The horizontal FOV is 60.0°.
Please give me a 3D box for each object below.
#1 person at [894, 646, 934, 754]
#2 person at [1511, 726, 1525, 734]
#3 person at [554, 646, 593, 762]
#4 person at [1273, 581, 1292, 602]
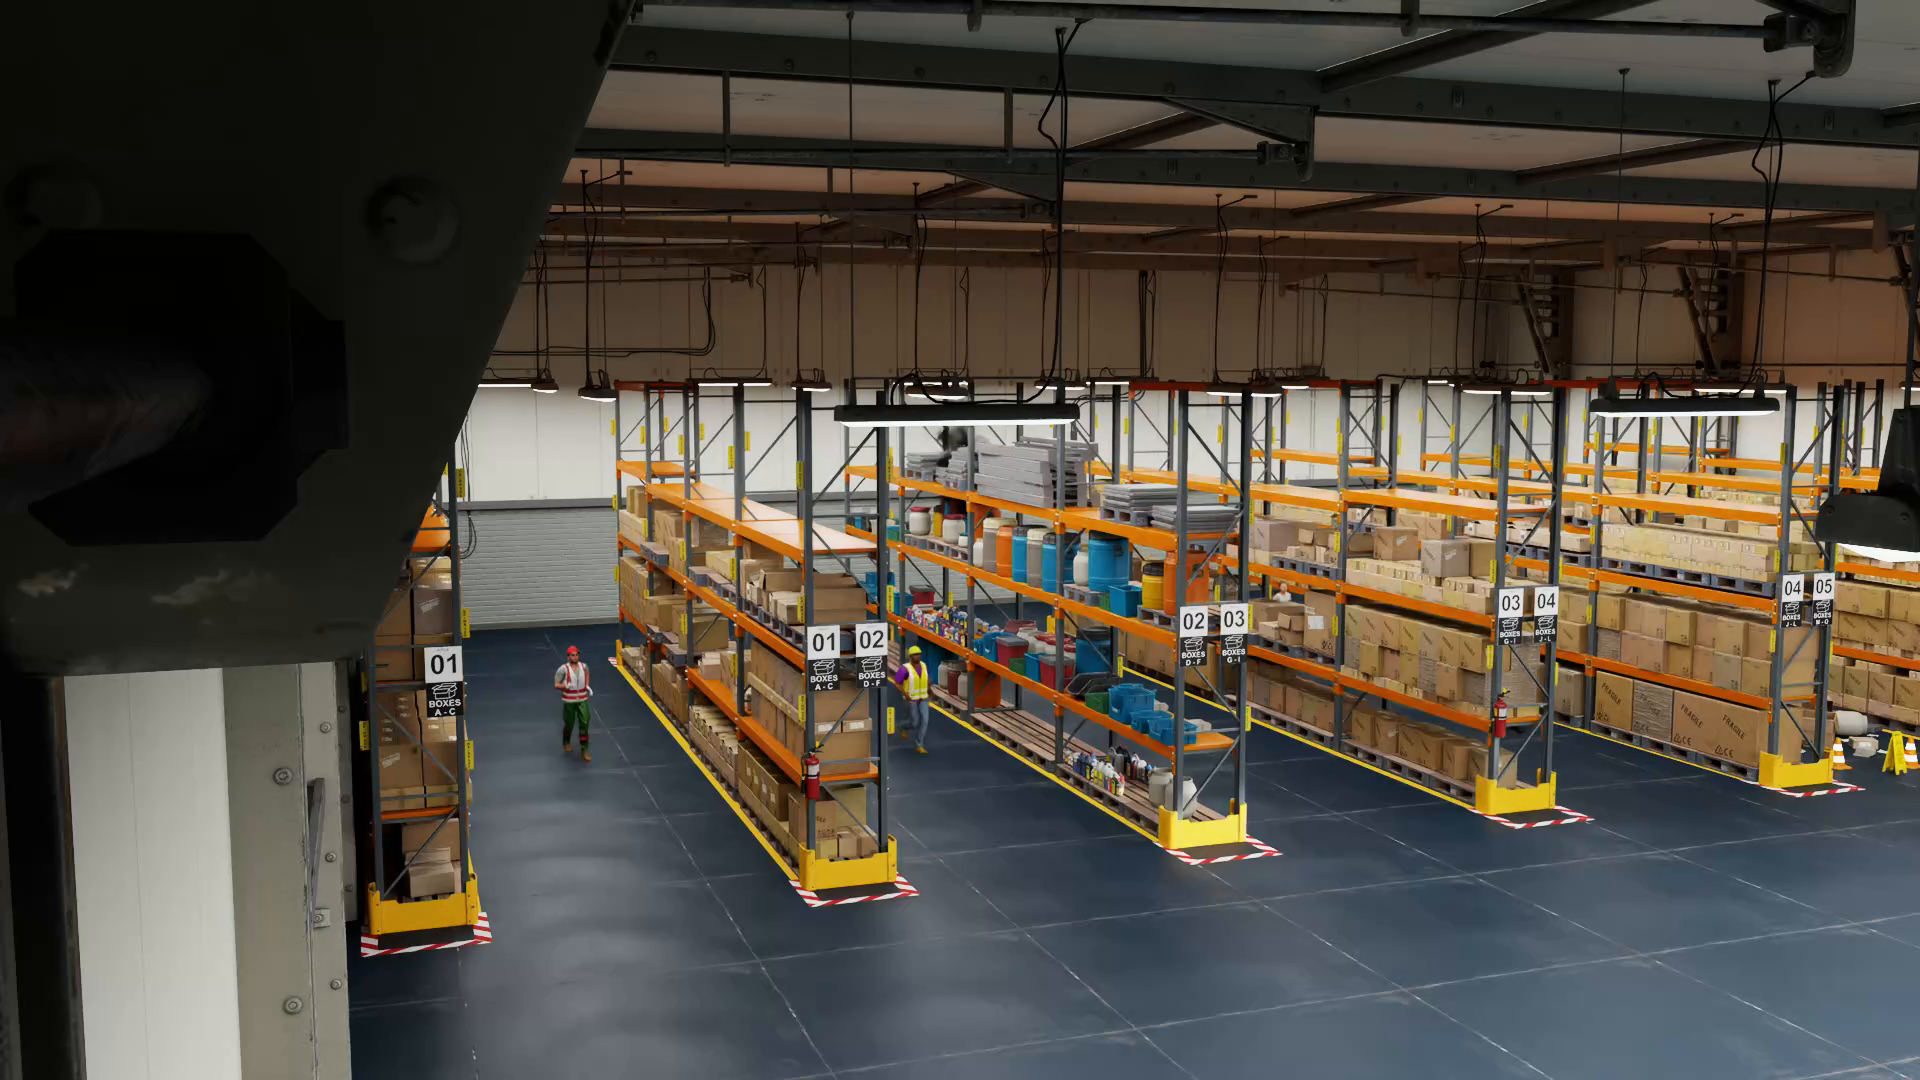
[{"bbox_3d":[-0.734,2.596,27.259,0.699,1.738,0.758,-3,7,-30],"label":"person"},{"bbox_3d":[9.540,2.430,28.899,0.663,1.727,0.928,-2,6,-21],"label":"person"},{"bbox_3d":[-6.175,2.596,26.639,0.644,1.806,0.915,-3,7,-30],"label":"person"},{"bbox_3d":[6.987,1.696,35.834,0.581,1.626,1.053,-2,6,-15],"label":"person"}]
